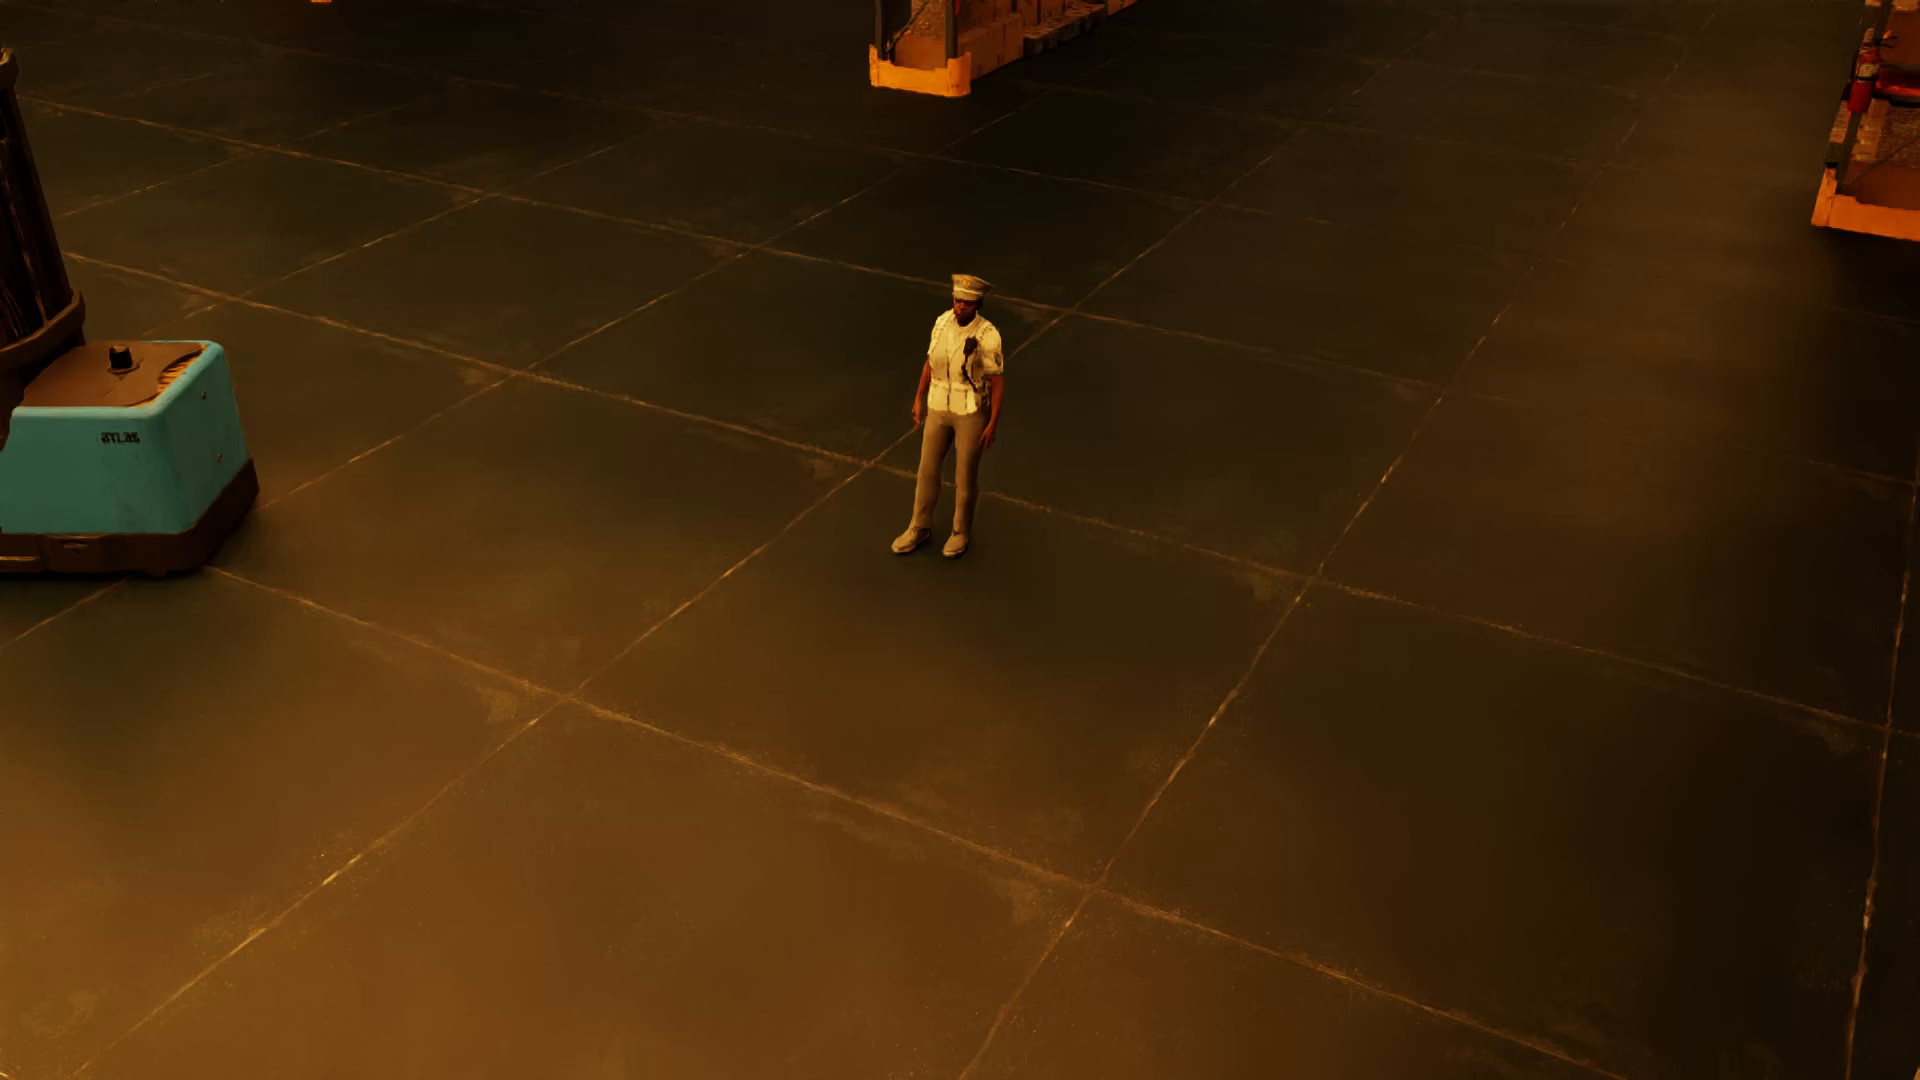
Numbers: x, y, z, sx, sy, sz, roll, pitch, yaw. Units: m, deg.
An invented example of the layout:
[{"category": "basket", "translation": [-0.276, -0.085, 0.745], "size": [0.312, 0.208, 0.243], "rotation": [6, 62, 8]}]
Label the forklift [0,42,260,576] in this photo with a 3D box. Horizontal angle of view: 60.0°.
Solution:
[{"category": "forklift", "translation": [-5.893, -1.302, 9.327], "size": [3.031, 2.935, 1.130], "rotation": [0, 30, 1]}]

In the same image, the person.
[{"category": "person", "translation": [-0.054, -0.712, 9.527], "size": [0.570, 1.695, 0.529], "rotation": [15, 33, 25]}]
